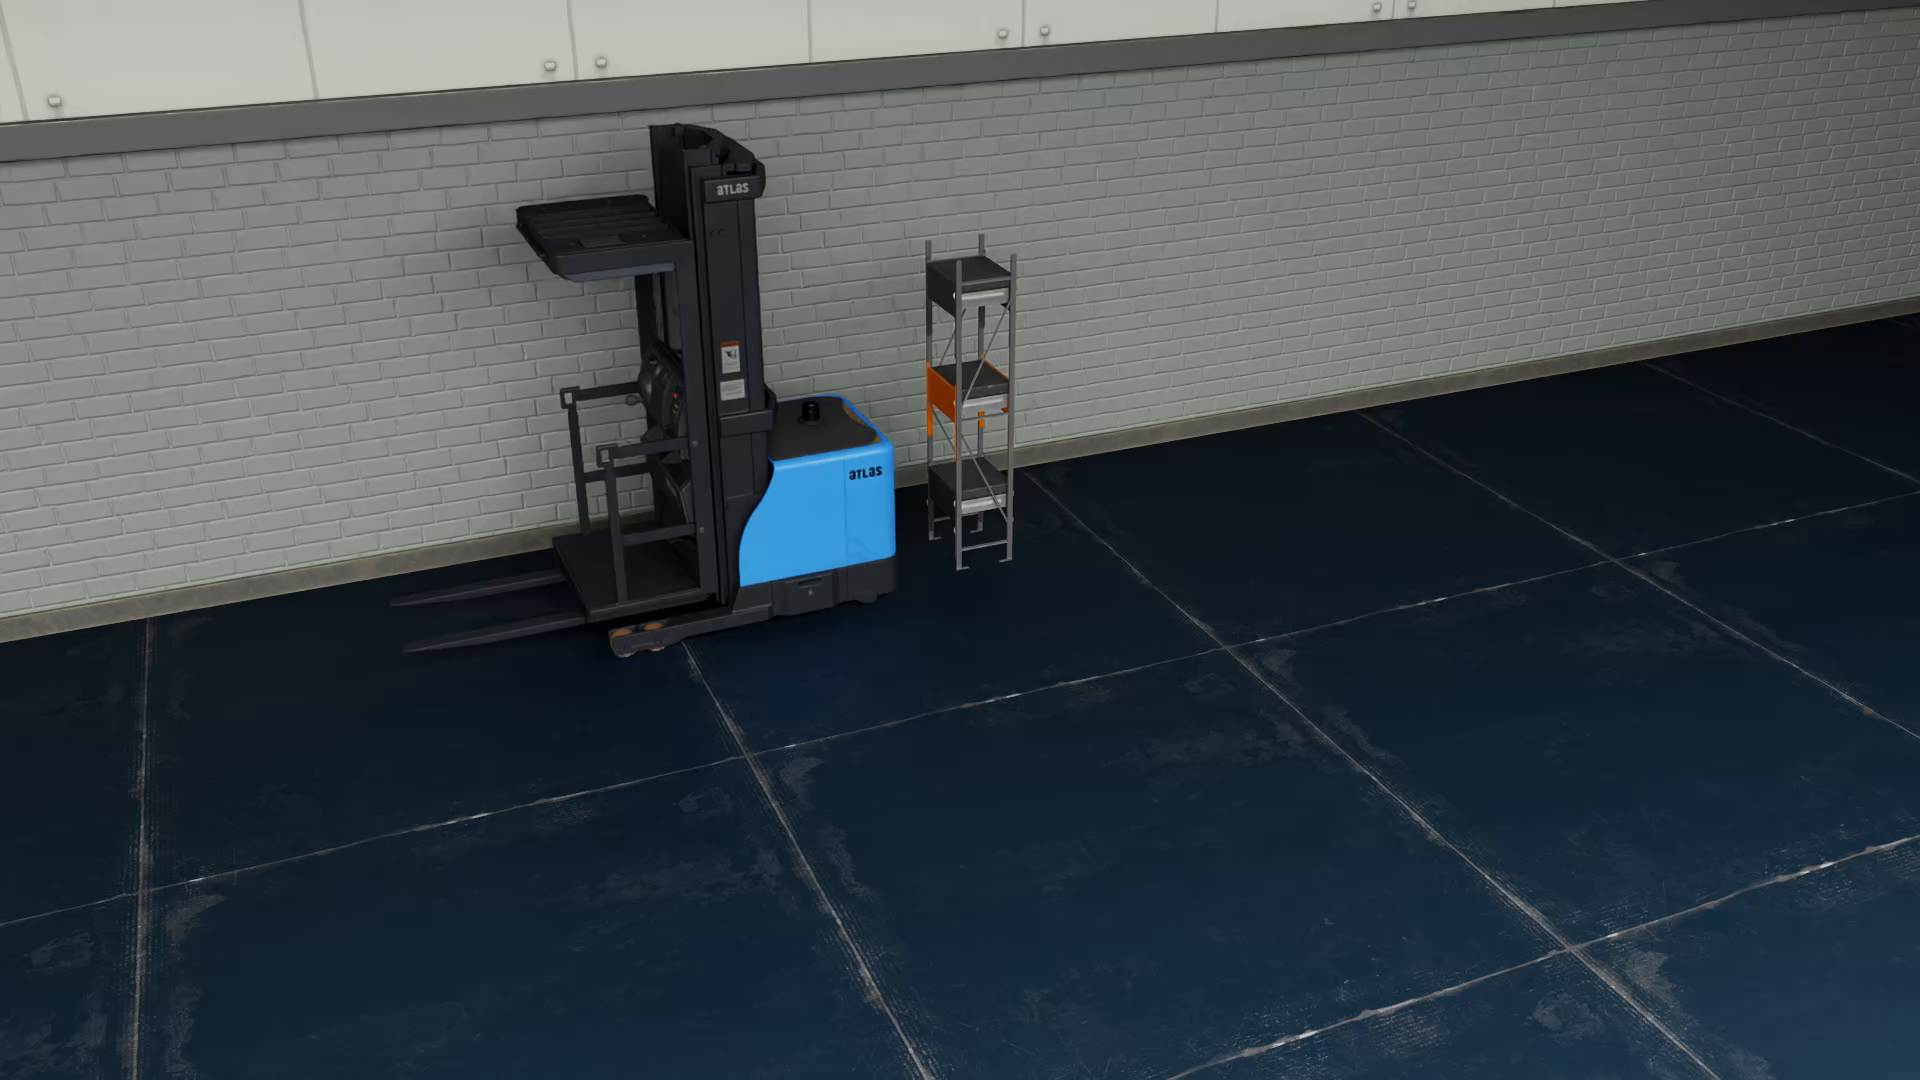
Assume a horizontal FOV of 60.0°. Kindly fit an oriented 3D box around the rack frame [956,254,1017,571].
[{"bbox_3d":[0.160,-0.778,10.597,0.400,2.100,0.015,-11,28,-21],"label":"rack frame"}]

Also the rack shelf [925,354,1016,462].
[{"bbox_3d":[0.065,-0.864,10.805,0.431,0.518,0.480,-11,28,-21],"label":"rack shelf"}]

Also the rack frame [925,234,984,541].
[{"bbox_3d":[-0.031,-0.975,11.000,0.400,2.100,0.015,-11,28,-21],"label":"rack frame"}]

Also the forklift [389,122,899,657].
[{"bbox_3d":[-1.954,-0.878,9.854,3.031,2.935,1.130,-11,28,-21],"label":"forklift"}]

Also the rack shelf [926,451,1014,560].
[{"bbox_3d":[0.065,-0.235,11.112,0.431,0.518,0.480,-11,28,-21],"label":"rack shelf"}]

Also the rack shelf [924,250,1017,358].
[{"bbox_3d":[0.065,-1.493,10.497,0.431,0.518,0.480,-11,28,-21],"label":"rack shelf"}]

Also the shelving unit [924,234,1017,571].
[{"bbox_3d":[0.065,-0.877,10.799,0.431,2.100,0.503,-11,28,-21],"label":"shelving unit"}]
